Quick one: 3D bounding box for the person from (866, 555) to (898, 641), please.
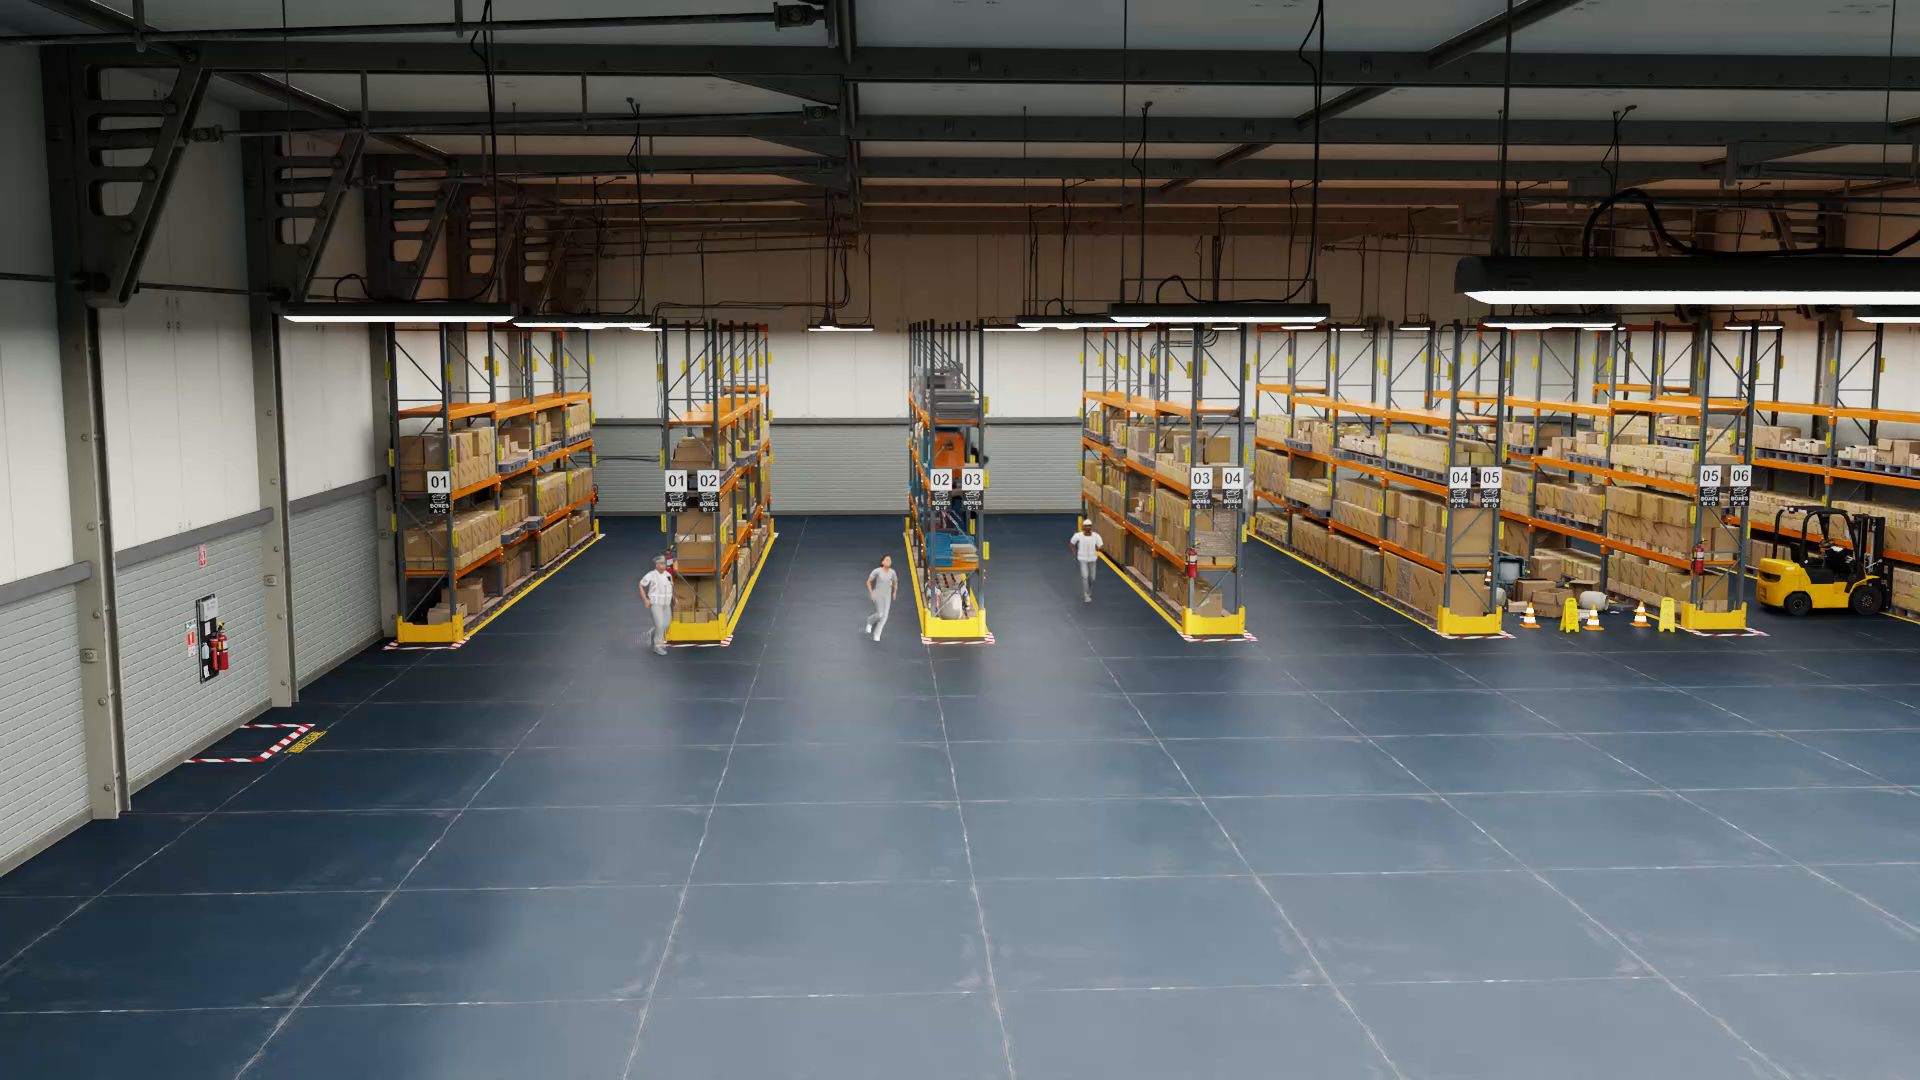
[{"bbox_3d":[-1.433,1.067,31.308,0.594,1.595,0.556,-3,8,-26],"label":"person"}]

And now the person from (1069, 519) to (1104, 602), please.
[{"bbox_3d":[2.738,0.427,35.756,0.710,1.746,0.960,-1,7,-7],"label":"person"}]

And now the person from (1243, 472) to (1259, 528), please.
[{"bbox_3d":[8.658,-1.209,49.115,0.771,1.746,0.751,-1,7,-5],"label":"person"}]

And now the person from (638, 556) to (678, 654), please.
[{"bbox_3d":[-5.425,1.163,30.122,0.642,1.752,0.716,7,10,44],"label":"person"}]
